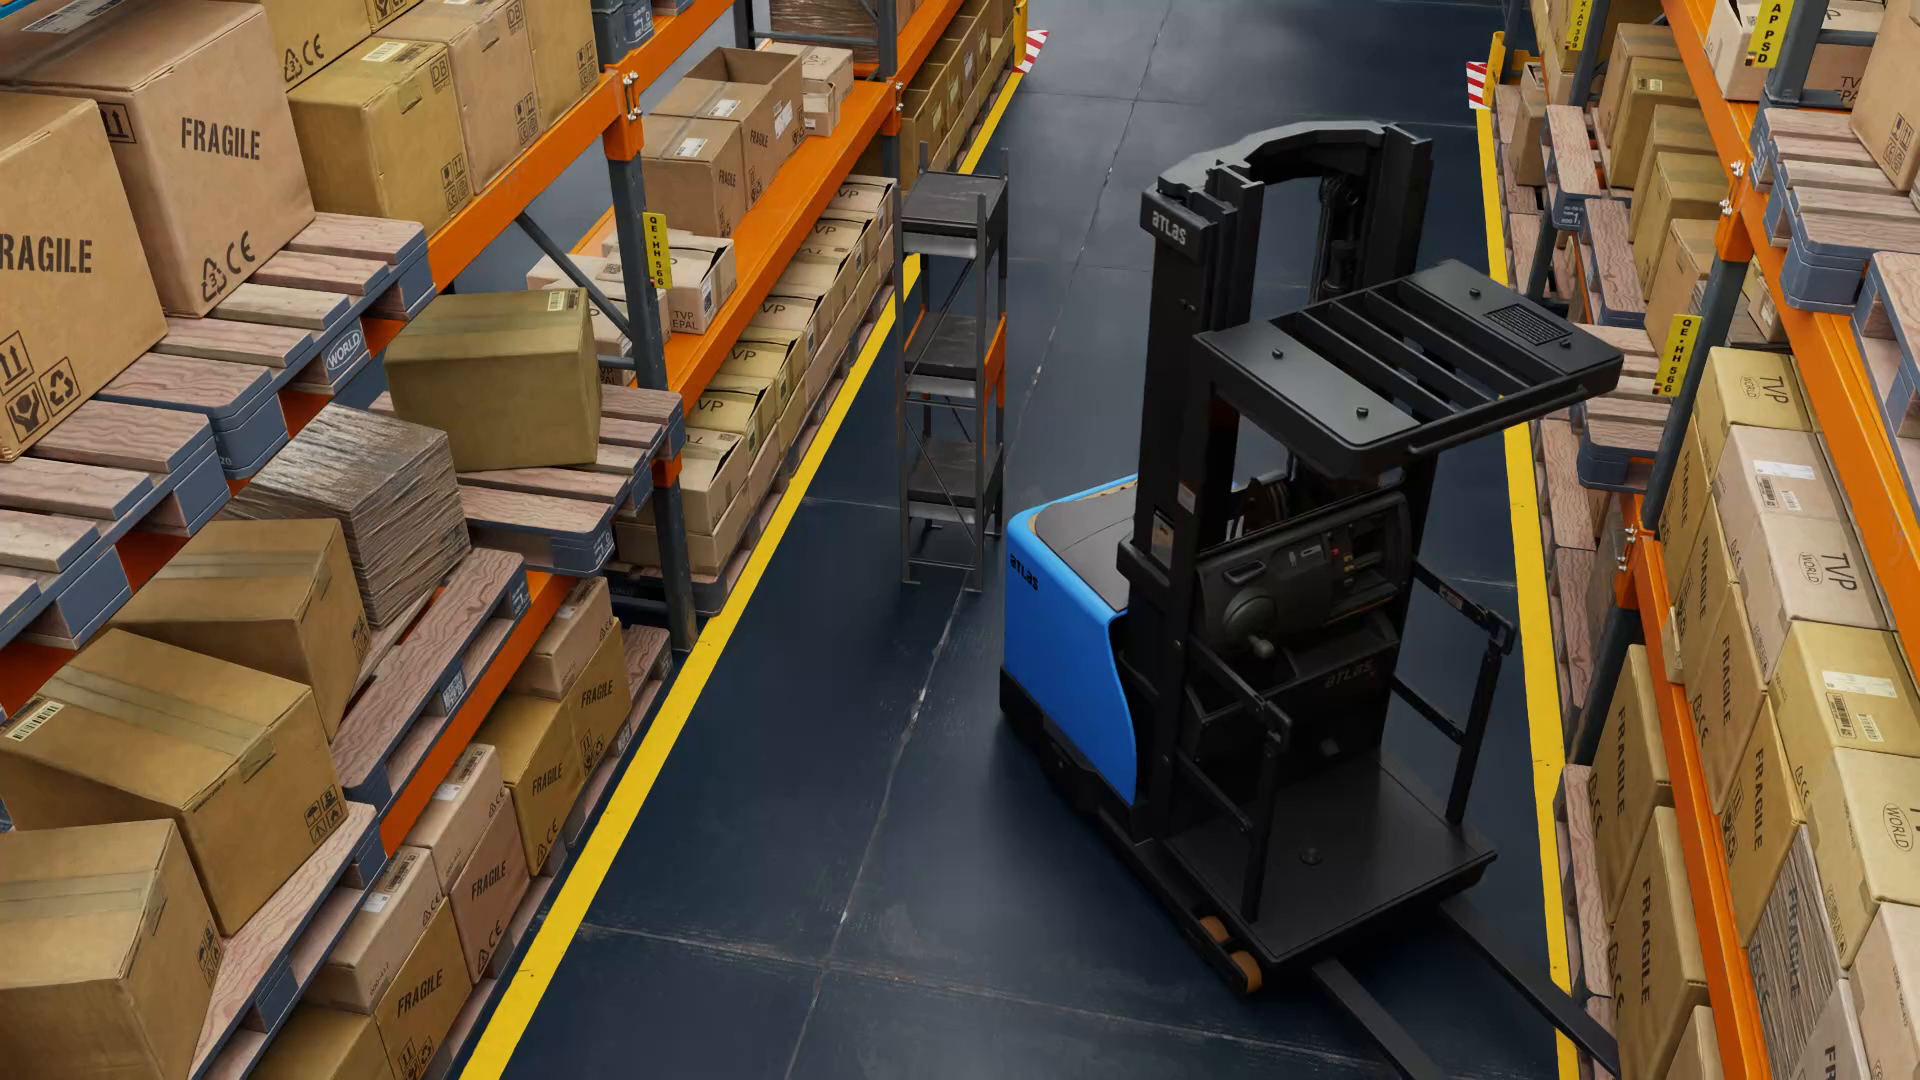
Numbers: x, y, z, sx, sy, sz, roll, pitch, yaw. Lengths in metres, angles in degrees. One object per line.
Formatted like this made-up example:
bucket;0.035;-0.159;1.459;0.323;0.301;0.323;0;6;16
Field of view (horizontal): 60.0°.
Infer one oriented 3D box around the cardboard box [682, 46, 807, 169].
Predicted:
cardboard box;-1.178;-2.371;9.150;0.500;0.500;0.500;10;37;13

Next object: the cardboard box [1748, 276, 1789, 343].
cardboard box;3.145;-0.841;6.112;0.380;0.149;0.250;3;36;4

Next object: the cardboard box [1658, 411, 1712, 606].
cardboard box;2.747;-0.081;5.720;0.500;0.500;0.500;8;37;11

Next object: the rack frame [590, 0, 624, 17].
rack frame;-1.740;-3.206;5.276;1.000;3.000;0.127;7;37;10

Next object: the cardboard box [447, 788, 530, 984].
cardboard box;-1.927;1.221;6.035;0.500;0.500;0.500;6;36;8

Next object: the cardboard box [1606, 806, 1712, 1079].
cardboard box;2.622;1.448;5.440;0.750;0.750;0.750;7;37;10

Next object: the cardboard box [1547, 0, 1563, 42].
cardboard box;3.855;-3.299;9.988;0.500;0.500;0.500;7;37;10

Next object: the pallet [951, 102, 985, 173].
pallet;-0.416;-3.094;12.609;1.003;0.211;1.213;7;37;10

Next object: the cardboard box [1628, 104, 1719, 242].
cardboard box;3.576;-1.682;7.825;0.700;0.500;0.500;12;38;16

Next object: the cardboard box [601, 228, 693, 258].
cardboard box;-1.522;-1.414;8.129;0.380;0.149;0.250;10;37;13

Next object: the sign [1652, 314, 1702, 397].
sign;2.568;-0.658;5.953;0.100;0.325;0.005;7;37;10

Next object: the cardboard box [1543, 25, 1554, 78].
cardboard box;3.874;-2.993;10.205;0.500;0.250;0.500;7;37;10

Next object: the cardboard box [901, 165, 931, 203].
cardboard box;-0.490;-2.355;11.199;0.500;0.250;0.500;7;37;10

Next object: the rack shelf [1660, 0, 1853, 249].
rack shelf;3.528;-2.228;7.096;1.077;0.370;4.000;7;37;10

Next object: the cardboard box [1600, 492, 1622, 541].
cardboard box;3.427;-0.025;7.753;0.700;0.500;0.500;7;37;10

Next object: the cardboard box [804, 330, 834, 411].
cardboard box;-1.019;-0.978;9.299;0.500;0.250;0.500;8;37;11

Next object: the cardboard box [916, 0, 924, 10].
cardboard box;-0.579;-3.956;11.338;0.700;0.500;0.500;8;37;11

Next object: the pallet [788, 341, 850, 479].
pallet;-1.263;-0.813;9.461;1.003;0.211;1.213;7;37;10

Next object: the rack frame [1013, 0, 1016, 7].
rack frame;-0.031;-5.364;13.365;1.000;3.000;0.127;7;37;10

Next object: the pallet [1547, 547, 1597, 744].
pallet;3.269;0.523;7.619;1.003;0.211;1.213;7;37;10

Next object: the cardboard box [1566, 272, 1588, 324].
cardboard box;3.814;-1.194;9.366;0.700;0.500;0.500;9;37;12

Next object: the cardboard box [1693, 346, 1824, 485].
cardboard box;2.745;-0.387;5.503;0.500;0.250;0.500;8;37;11

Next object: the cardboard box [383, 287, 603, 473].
cardboard box;-1.764;-0.613;6.366;0.700;0.500;0.500;-4;36;-6

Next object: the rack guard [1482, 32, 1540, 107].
rack guard;4.793;-3.689;13.184;1.175;0.500;0.348;7;37;10

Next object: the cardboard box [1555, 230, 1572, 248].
cardboard box;4.137;-2.218;10.779;0.500;0.500;0.500;5;36;6

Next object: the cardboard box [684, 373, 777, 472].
cardboard box;-1.237;-0.627;8.336;0.500;0.311;0.500;6;36;9

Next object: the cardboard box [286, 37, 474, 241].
cardboard box;-2.020;-1.187;4.961;0.910;0.500;0.500;7;37;10

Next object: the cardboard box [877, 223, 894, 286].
cardboard box;-0.691;-1.853;10.506;0.500;0.250;0.500;7;37;10

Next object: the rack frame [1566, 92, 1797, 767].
rack frame;3.100;-0.158;6.183;1.000;3.000;0.127;7;37;10

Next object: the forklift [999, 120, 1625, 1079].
forklift;1.341;0.195;5.753;1.130;2.935;3.031;-18;40;-24

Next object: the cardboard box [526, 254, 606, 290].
cardboard box;-1.818;-1.226;7.869;0.380;0.149;0.250;7;37;10

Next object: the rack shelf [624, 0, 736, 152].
rack shelf;-1.313;-2.847;7.949;1.077;0.370;4.000;7;37;10

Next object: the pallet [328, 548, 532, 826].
pallet;-2.151;0.416;5.554;1.003;0.211;1.213;7;37;10

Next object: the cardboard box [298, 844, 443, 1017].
cardboard box;-2.039;1.226;5.388;0.500;0.250;0.500;7;37;10

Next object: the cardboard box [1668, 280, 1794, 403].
cardboard box;3.191;-0.648;6.398;0.700;0.500;0.500;3;36;4

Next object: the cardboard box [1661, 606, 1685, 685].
cardboard box;2.602;0.380;5.637;0.380;0.149;0.250;8;37;11

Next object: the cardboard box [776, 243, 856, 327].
cardboard box;-0.906;-1.501;9.543;0.500;0.311;0.500;7;37;10

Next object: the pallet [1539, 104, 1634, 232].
pallet;3.649;-1.954;8.824;1.003;0.211;1.213;7;37;10

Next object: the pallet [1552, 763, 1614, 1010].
pallet;2.858;1.413;6.390;1.003;0.211;1.213;7;37;10

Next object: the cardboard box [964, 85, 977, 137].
cardboard box;-0.166;-3.214;12.384;0.500;0.250;0.500;7;37;10

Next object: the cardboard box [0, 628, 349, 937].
cardboard box;-2.190;0.660;4.611;0.700;0.500;0.500;13;38;17

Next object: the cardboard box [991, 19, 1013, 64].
cardboard box;0.143;-4.076;13.573;0.500;0.250;0.500;7;37;10

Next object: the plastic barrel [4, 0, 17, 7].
plastic barrel;-6.102;-3.713;10.660;0.600;0.901;0.708;7;37;10

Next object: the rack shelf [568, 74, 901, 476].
rack shelf;-1.313;-1.633;8.830;1.077;0.370;4.000;7;37;10

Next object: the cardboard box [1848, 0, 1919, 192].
cardboard box;3.055;-1.312;4.758;0.700;0.500;0.500;5;36;6

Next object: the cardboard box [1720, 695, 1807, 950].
cardboard box;2.415;0.802;4.502;0.500;0.500;0.500;8;37;11

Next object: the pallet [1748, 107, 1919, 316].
pallet;3.015;-0.921;4.839;1.213;0.211;1.003;9;37;12

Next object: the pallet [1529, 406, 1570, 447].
pallet;3.790;-0.876;9.549;1.003;0.211;1.213;7;37;10

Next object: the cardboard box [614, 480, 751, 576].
cardboard box;-1.341;-0.097;8.084;0.500;0.250;0.500;7;37;10

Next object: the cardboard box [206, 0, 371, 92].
cardboard box;-2.057;-1.603;4.683;0.500;0.500;0.500;7;37;10

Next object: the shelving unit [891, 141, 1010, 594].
shelving unit;-0.035;-0.755;7.773;0.431;2.100;0.503;7;37;10

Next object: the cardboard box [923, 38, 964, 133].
cardboard box;-0.267;-3.231;11.768;0.500;0.500;0.500;7;37;10

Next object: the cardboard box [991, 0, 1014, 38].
cardboard box;0.145;-4.379;13.353;0.500;0.500;0.500;7;37;10

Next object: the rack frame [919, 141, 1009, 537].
rack frame;0.017;-0.895;7.966;0.400;2.100;0.015;7;37;10

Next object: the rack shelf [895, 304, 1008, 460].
rack shelf;-0.035;-0.744;7.781;0.431;0.518;0.480;7;37;10

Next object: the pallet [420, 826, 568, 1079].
pallet;-2.199;1.472;6.309;1.003;0.211;1.213;7;37;10

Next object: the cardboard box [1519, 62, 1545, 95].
cardboard box;4.573;-3.449;12.639;0.500;0.311;0.500;3;36;5
